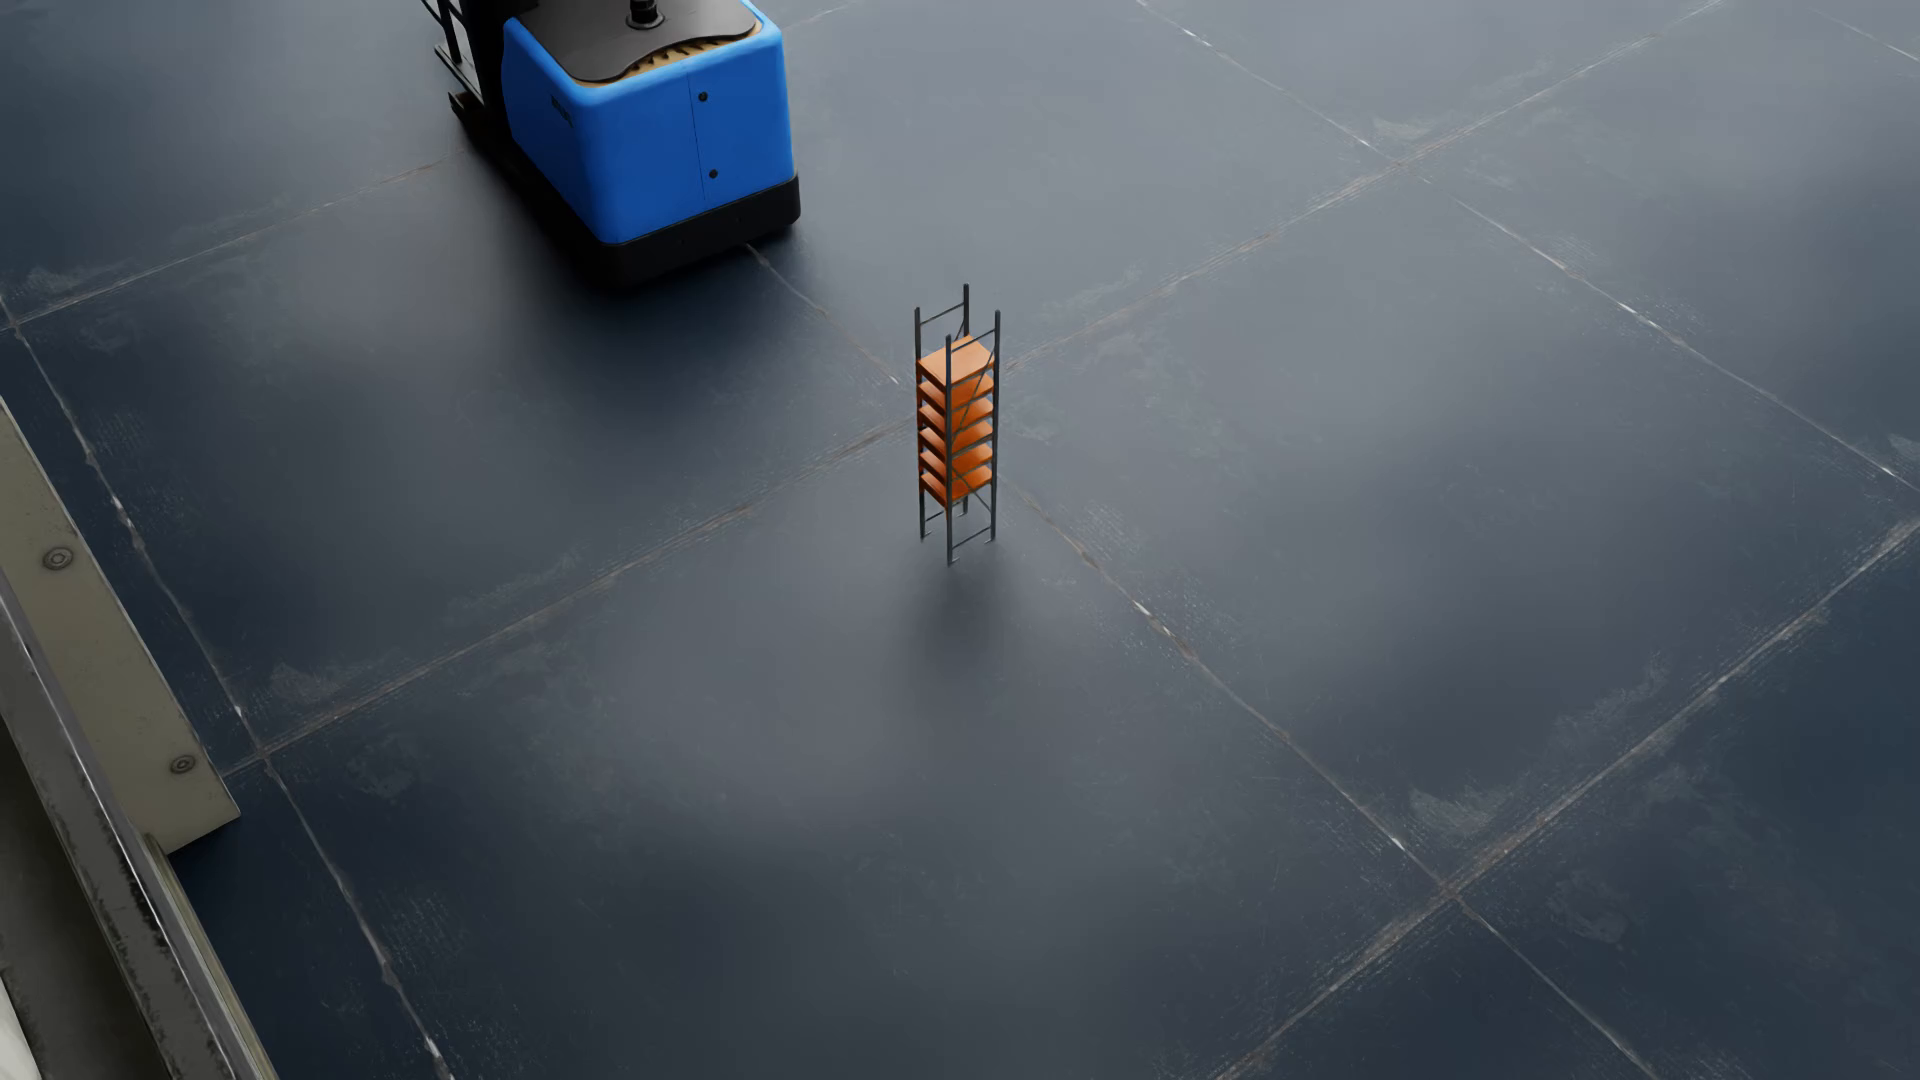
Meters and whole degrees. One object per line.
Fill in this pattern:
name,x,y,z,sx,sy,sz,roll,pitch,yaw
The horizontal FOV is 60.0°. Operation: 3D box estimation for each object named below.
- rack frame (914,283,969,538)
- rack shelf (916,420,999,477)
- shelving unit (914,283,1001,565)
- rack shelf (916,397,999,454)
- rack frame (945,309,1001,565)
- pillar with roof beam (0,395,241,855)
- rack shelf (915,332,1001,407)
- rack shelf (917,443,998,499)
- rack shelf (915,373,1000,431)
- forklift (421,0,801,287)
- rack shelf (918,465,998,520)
rack frame,-0.064,-0.465,6.361,0.240,1.200,0.006,-29,54,-24
rack shelf,-0.009,-0.382,6.345,0.258,0.103,0.180,-29,54,-24
shelving unit,-0.009,-0.412,6.312,0.258,1.200,0.189,-29,54,-24
rack shelf,-0.009,-0.462,6.256,0.258,0.103,0.180,-29,54,-24
rack frame,0.047,-0.358,6.263,0.240,1.200,0.006,-29,54,-24
pillar with roof beam,0.648,-4.032,4.330,9.100,9.000,0.400,-29,54,-24
rack shelf,-0.009,-0.623,6.078,0.258,0.103,0.180,-29,54,-24
rack shelf,-0.009,-0.301,6.434,0.258,0.103,0.180,-29,54,-24
rack shelf,-0.009,-0.543,6.167,0.258,0.103,0.180,-29,54,-24
forklift,-2.006,-3.226,7.695,1.130,2.935,3.031,-26,53,-22
rack shelf,-0.009,-0.220,6.523,0.258,0.103,0.180,-29,54,-24
